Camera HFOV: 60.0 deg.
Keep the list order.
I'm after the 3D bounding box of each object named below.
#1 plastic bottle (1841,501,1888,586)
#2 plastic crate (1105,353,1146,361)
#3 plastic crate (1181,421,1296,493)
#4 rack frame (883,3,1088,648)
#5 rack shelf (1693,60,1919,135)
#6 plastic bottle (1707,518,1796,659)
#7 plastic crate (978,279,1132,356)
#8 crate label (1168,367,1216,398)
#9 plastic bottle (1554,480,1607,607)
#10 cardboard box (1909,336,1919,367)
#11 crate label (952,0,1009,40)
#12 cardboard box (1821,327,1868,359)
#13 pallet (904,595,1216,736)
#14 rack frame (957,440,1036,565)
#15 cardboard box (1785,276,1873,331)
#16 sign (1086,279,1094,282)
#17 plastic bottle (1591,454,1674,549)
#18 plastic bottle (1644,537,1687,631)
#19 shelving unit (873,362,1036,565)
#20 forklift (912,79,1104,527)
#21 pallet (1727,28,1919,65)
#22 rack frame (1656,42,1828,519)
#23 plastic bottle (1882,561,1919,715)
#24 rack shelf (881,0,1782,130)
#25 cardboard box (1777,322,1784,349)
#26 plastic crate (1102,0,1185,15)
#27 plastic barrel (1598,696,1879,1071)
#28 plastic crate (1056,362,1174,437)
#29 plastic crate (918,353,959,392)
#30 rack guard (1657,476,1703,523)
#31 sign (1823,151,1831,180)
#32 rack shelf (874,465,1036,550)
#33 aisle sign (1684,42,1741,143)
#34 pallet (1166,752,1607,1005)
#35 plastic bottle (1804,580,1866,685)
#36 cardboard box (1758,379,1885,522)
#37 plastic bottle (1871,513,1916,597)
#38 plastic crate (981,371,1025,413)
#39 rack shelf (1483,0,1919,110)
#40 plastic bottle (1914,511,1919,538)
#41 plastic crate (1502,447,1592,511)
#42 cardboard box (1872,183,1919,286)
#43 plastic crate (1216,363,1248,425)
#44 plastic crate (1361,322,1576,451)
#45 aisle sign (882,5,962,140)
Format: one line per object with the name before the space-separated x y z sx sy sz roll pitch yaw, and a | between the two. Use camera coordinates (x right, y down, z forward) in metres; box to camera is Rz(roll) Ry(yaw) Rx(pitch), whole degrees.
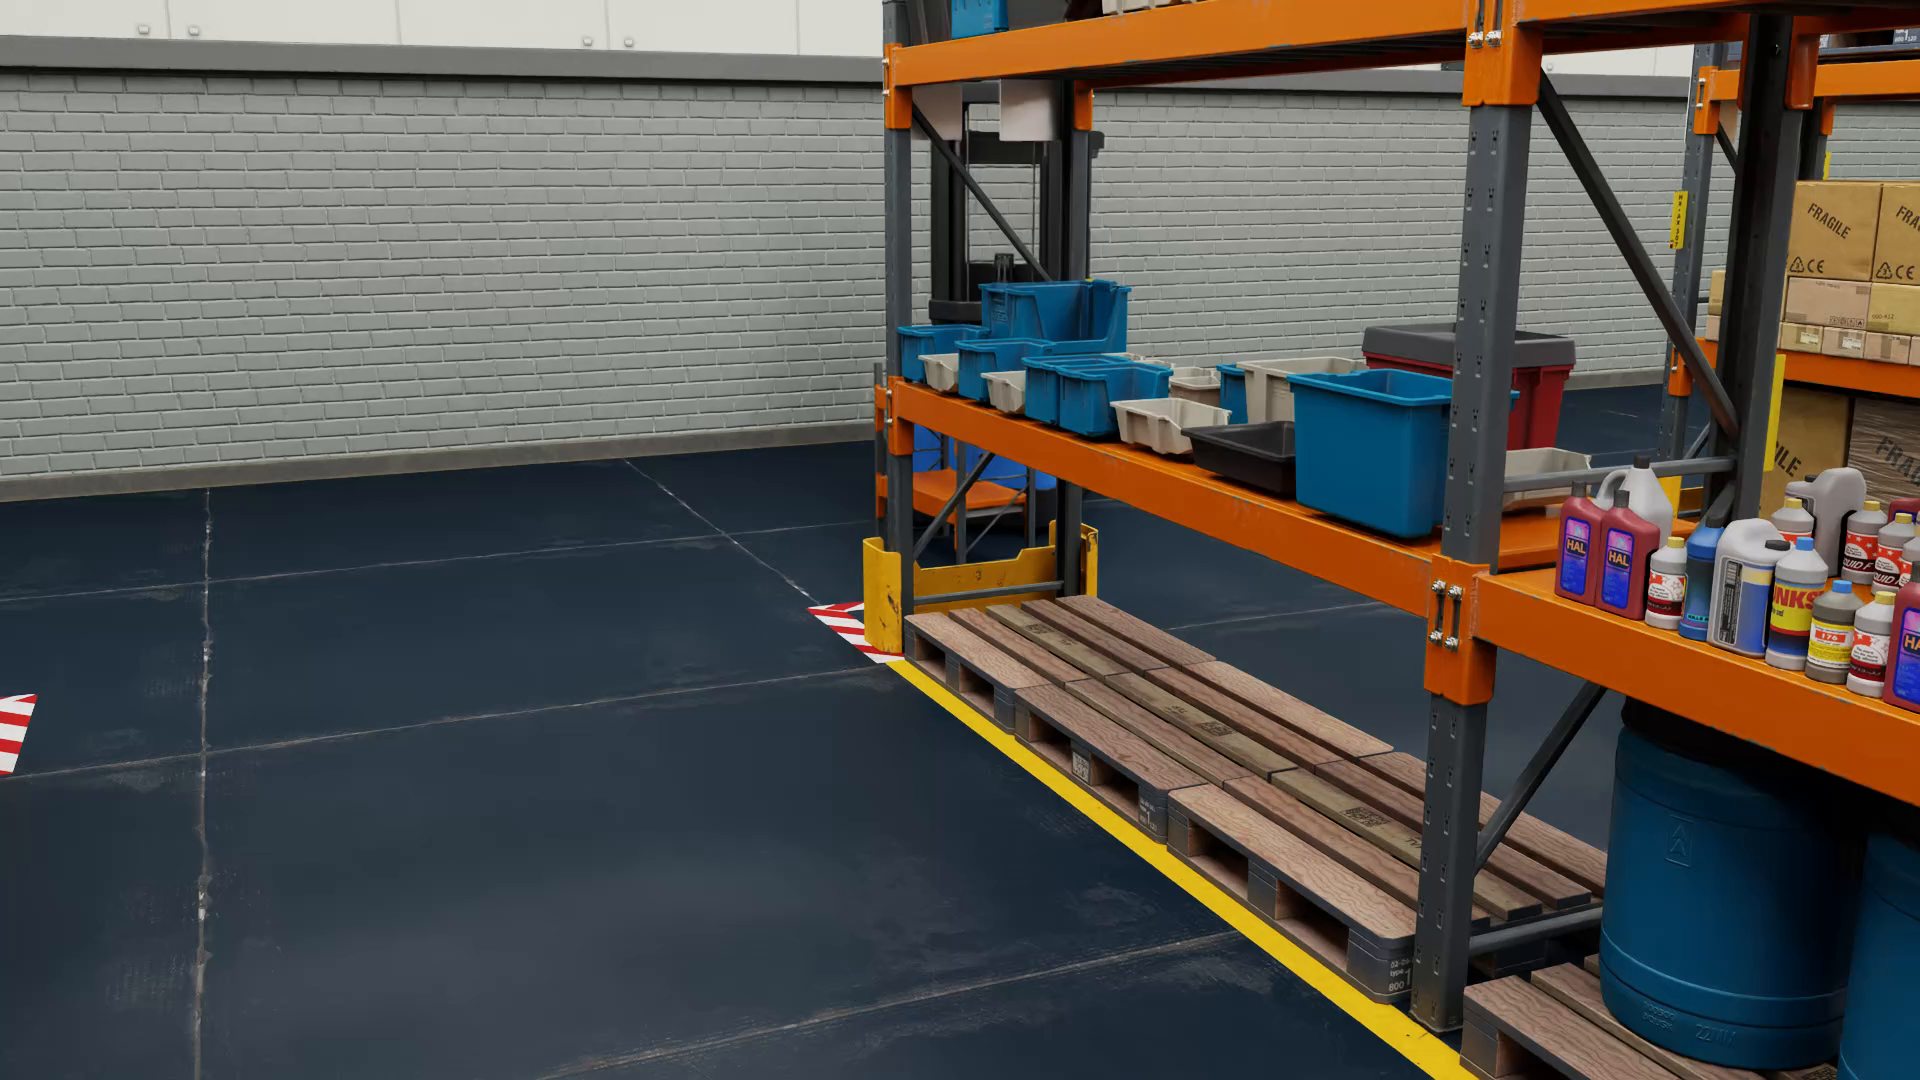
plastic bottle | 2.258 0.004 4.139 0.097 0.201 0.097 0 13 0
plastic crate | 0.623 -0.741 7.372 0.396 0.136 0.243 -6 14 -23
plastic crate | 1.038 -0.268 5.354 0.437 0.125 0.590 -6 14 -23
rack frame | 0.130 -0.993 8.006 1.000 3.000 0.127 -6 14 -23
rack shelf | 5.470 -2.138 7.897 1.077 0.370 4.000 -6 14 -23
plastic bottle | 1.716 0.100 3.561 0.152 0.276 0.135 -6 14 -23
plastic crate | 0.436 -0.987 7.769 0.616 0.435 0.499 -6 14 -23
crate label | 0.860 -0.625 6.868 0.396 0.136 0.243 -6 14 -23
plastic bottle | 1.489 0.005 3.955 0.061 0.283 0.133 -6 14 -23
cardboard box | 5.026 -0.949 8.375 0.380 0.149 0.250 -6 14 -24
crate label | 0.204 -2.162 6.735 0.408 0.251 0.502 -6 14 -23
cardboard box | 4.821 -1.055 8.832 0.380 0.149 0.250 -6 14 -24
pallet | 0.425 0.540 7.569 1.003 0.211 1.213 -6 14 -23
rack frame | 0.206 -0.343 9.355 0.500 1.125 0.032 -7 15 -29
cardboard box | 4.828 -1.281 8.927 0.500 0.250 0.500 -6 14 -24
sign | 0.628 -1.125 8.217 0.100 0.325 0.005 -6 14 -23
plastic bottle | 1.593 -0.032 3.964 0.144 0.351 0.185 -6 14 -23
plastic bottle | 1.605 0.095 3.749 0.097 0.201 0.097 0 13 0
shelving unit | -0.043 -0.442 9.787 0.538 1.125 1.048 -7 15 -29
forklift | 0.394 -1.791 11.606 1.130 2.935 3.031 3 13 12
pallet | 4.975 -2.706 8.953 1.003 0.211 1.213 -6 14 -23
rack frame | 4.669 -1.440 9.939 1.000 3.000 0.127 -6 14 -23
plastic bottle | 1.844 0.188 3.162 0.061 0.283 0.133 -6 14 -23
rack shelf | 0.932 -1.690 5.964 1.077 0.370 4.000 -6 14 -23
cardboard box | 4.612 -1.162 9.293 0.380 0.149 0.250 -6 14 -24
plastic crate | 0.735 -1.910 5.582 0.437 0.282 0.530 -6 14 -23
plastic barrel | 1.935 0.765 4.132 0.600 0.901 0.708 -6 14 -23
plastic crate | 0.575 -0.525 6.226 0.416 0.233 0.300 -6 14 -23
plastic crate | -0.020 -0.739 7.362 0.250 0.136 0.298 -6 14 -23
rack guard | 4.659 -0.227 10.242 1.175 0.500 0.348 -6 14 -23
sign | 5.171 -2.166 9.981 0.100 0.325 0.005 -6 14 -23
rack shelf | -0.043 -0.204 9.842 0.538 0.278 1.000 -7 15 -29
aisle sign | 4.365 -2.694 9.593 0.394 0.787 0.004 -6 14 -23
pallet | 1.403 1.044 5.391 1.003 0.211 1.213 -6 14 -23
plastic bottle | 1.776 0.183 3.368 0.097 0.201 0.097 0 13 0
cardboard box | 4.998 -0.484 9.591 0.875 0.875 0.875 -6 14 -23
plastic bottle | 2.256 0.037 3.997 0.097 0.201 0.097 0 13 0
plastic crate | 0.252 -0.599 6.756 0.250 0.136 0.298 -6 14 -23
rack shelf | 2.534 -0.864 2.393 1.077 0.370 4.000 -6 14 -23
plastic bottle | 2.333 0.022 3.898 0.152 0.276 0.135 -6 14 -23
plastic crate | 1.677 -0.176 4.930 0.396 0.136 0.243 -6 14 -23
cardboard box | 5.027 -1.544 8.398 0.500 0.500 0.500 -6 14 -24
plastic crate | 1.188 -0.539 6.285 0.416 0.233 0.300 -6 14 -23
plastic crate | 1.605 -0.434 5.316 0.402 0.464 0.583 -6 14 -23
aisle sign | -0.171 -2.247 7.661 0.394 0.787 0.004 -6 14 -23
